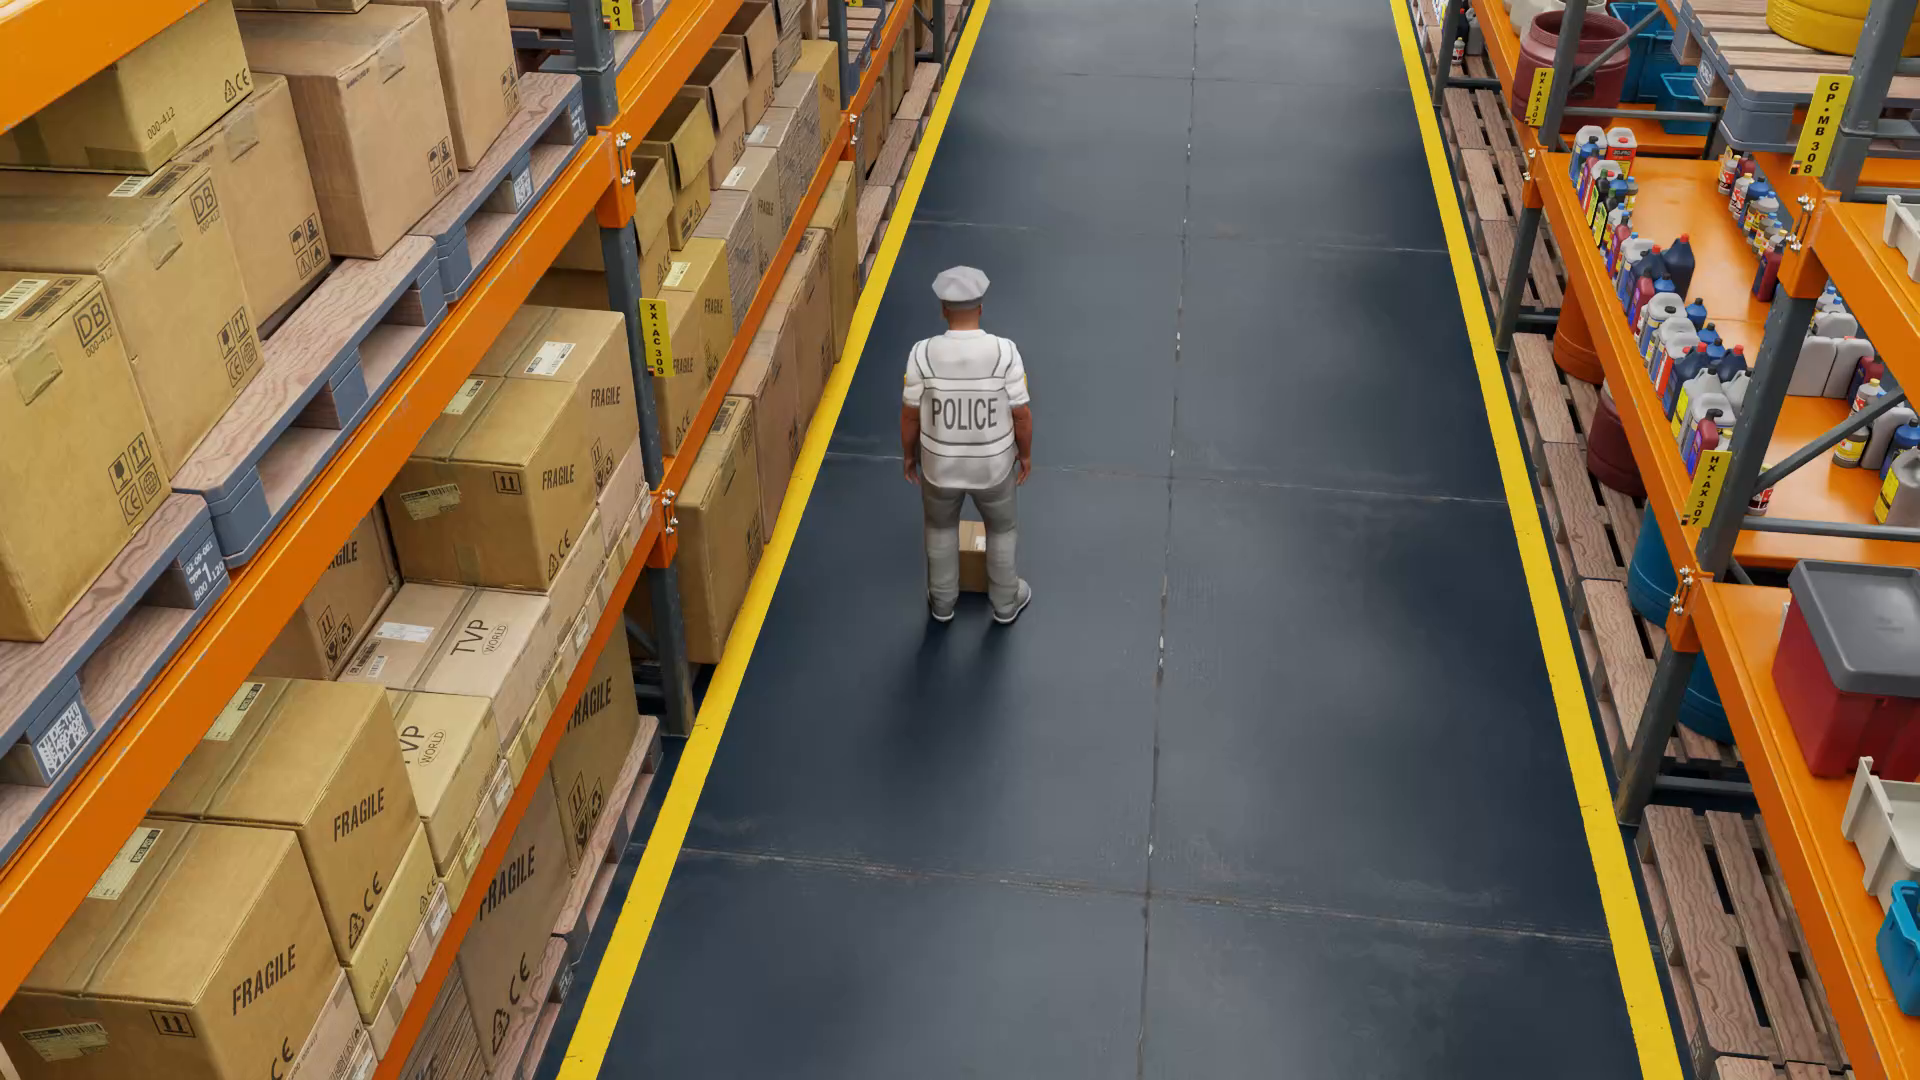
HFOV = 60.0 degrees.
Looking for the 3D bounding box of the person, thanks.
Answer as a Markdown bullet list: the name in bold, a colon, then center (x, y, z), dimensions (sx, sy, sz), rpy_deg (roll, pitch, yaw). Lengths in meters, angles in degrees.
- **person**: center (0.037, -0.364, 7.538), dimensions (0.606, 1.747, 0.439), rpy_deg (2, 36, 2)
